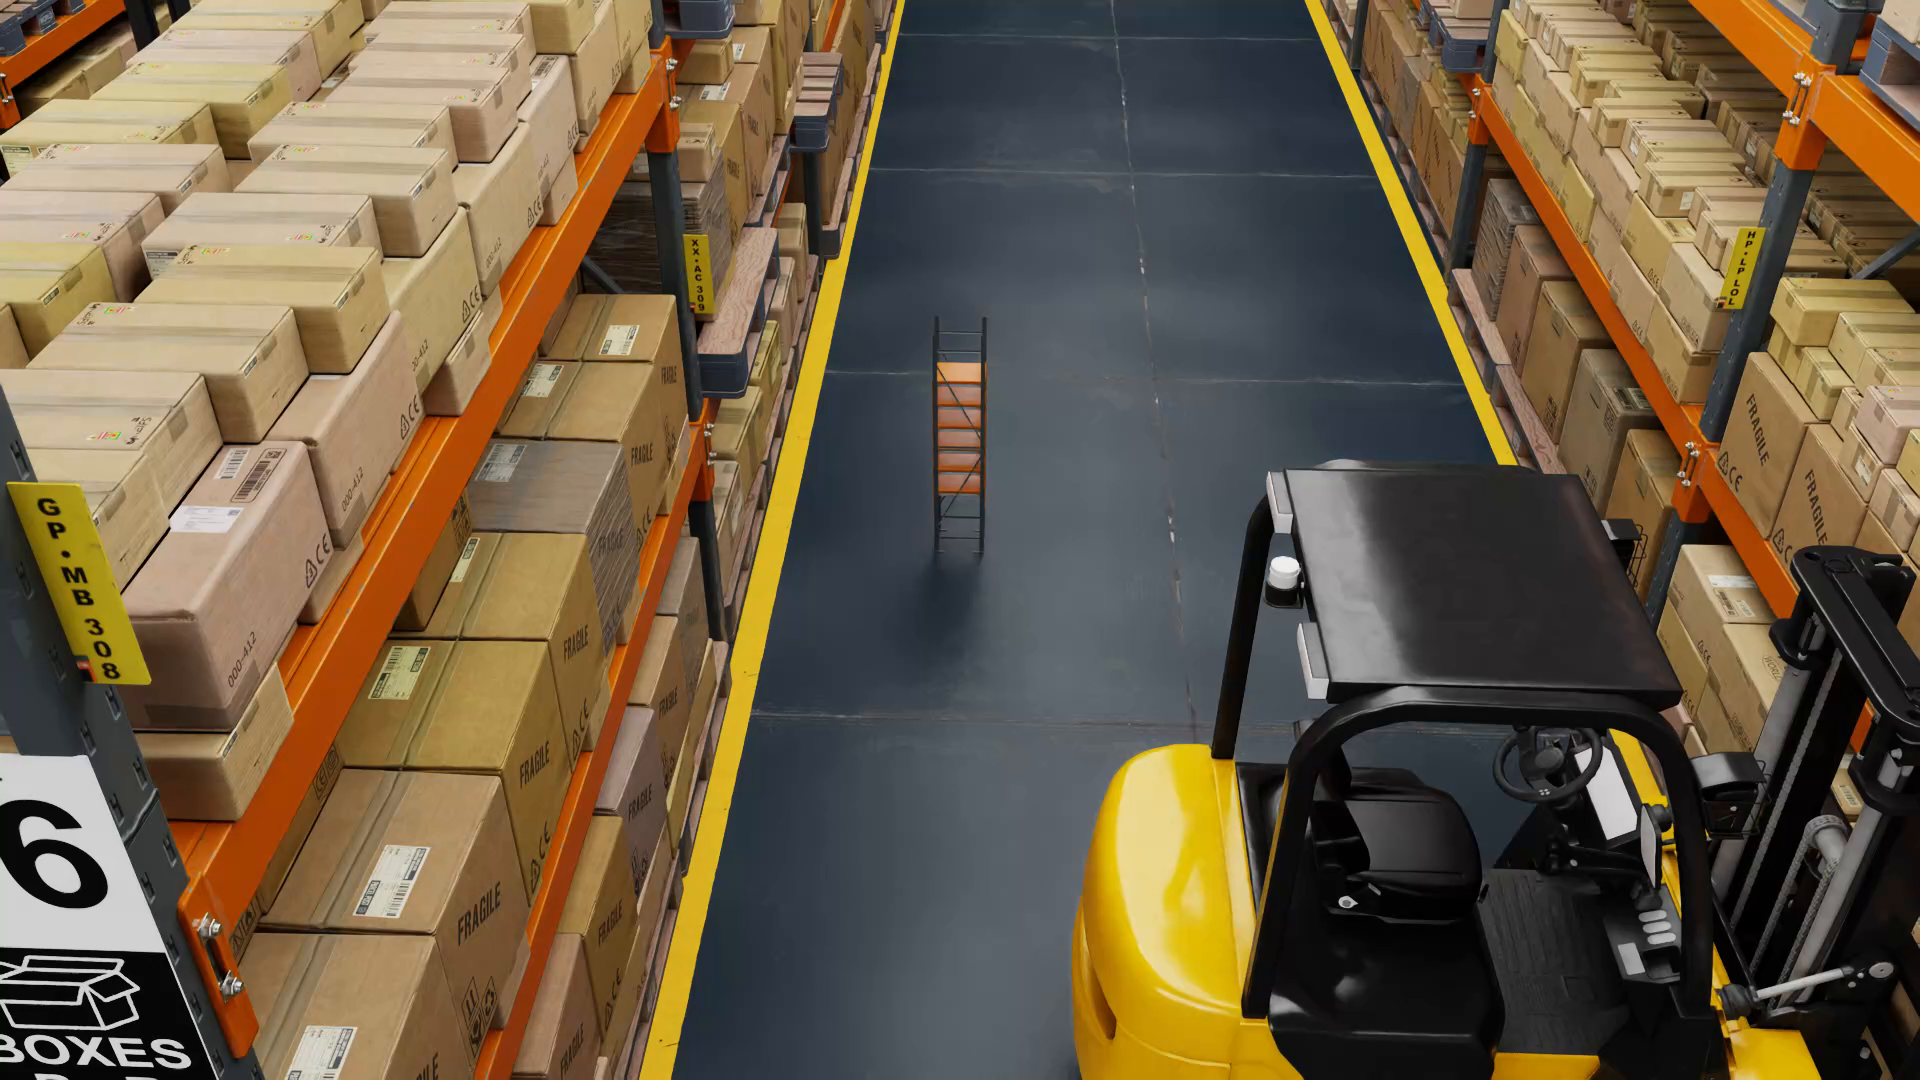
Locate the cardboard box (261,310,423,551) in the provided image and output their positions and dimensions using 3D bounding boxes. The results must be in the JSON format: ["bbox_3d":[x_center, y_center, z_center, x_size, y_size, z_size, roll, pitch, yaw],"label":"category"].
[{"bbox_3d":[-1.382,-0.225,3.224,0.500,0.250,0.500,1,35,1],"label":"cardboard box"}]

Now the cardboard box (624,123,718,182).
[{"bbox_3d":[-1.165,-1.525,6.537,0.380,0.149,0.250,1,35,2],"label":"cardboard box"}]

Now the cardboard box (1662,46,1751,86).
[{"bbox_3d":[3.773,-2.373,8.366,0.380,0.149,0.250,1,35,2],"label":"cardboard box"}]

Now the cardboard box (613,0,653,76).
[{"bbox_3d":[-1.286,-1.690,5.309,0.500,0.250,0.500,1,35,1],"label":"cardboard box"}]

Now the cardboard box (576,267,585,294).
[{"bbox_3d":[-1.748,-1.269,6.735,0.500,0.500,0.500,1,35,1],"label":"cardboard box"}]

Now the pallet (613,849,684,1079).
[{"bbox_3d":[-1.576,1.567,5.837,1.003,0.211,1.213,1,35,2],"label":"pallet"}]

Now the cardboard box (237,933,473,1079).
[{"bbox_3d":[-1.402,1.206,3.579,0.500,0.500,0.500,1,35,1],"label":"cardboard box"}]

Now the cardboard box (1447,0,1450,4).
[{"bbox_3d":[3.302,-3.573,10.491,0.500,0.250,0.500,0,35,0],"label":"cardboard box"}]

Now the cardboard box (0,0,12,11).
[{"bbox_3d":[-6.107,-3.339,10.246,0.380,0.149,0.250,1,35,1],"label":"cardboard box"}]

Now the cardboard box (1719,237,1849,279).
[{"bbox_3d":[3.214,-1.059,6.496,0.380,0.149,0.250,2,35,4],"label":"cardboard box"}]

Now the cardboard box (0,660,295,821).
[{"bbox_3d":[-1.361,0.327,2.786,0.380,0.149,0.250,1,35,2],"label":"cardboard box"}]

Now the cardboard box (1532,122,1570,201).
[{"bbox_3d":[3.282,-1.953,8.551,0.500,0.250,0.500,0,35,0],"label":"cardboard box"}]

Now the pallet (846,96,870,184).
[{"bbox_3d":[-1.218,-2.971,12.294,1.003,0.211,1.213,1,35,2],"label":"pallet"}]

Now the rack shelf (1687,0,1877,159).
[{"bbox_3d":[3.502,-2.633,7.405,1.077,0.370,4.000,1,35,2],"label":"rack shelf"}]

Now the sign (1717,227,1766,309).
[{"bbox_3d":[2.880,-0.999,6.125,0.100,0.325,0.005,1,35,2],"label":"sign"}]

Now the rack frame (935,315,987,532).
[{"bbox_3d":[0.003,-0.535,7.968,0.240,1.200,0.006,1,35,2],"label":"rack frame"}]

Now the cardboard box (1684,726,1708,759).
[{"bbox_3d":[3.067,0.965,6.295,0.500,0.250,0.500,1,35,1],"label":"cardboard box"}]

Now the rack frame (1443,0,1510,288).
[{"bbox_3d":[3.583,-2.849,9.695,1.000,3.000,0.127,1,35,2],"label":"rack frame"}]

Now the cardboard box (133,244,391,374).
[{"bbox_3d":[-1.330,-0.445,3.191,0.380,0.149,0.250,1,35,2],"label":"cardboard box"}]

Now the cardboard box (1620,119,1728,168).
[{"bbox_3d":[3.236,-1.793,7.542,0.380,0.149,0.250,2,35,2],"label":"cardboard box"}]

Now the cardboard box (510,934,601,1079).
[{"bbox_3d":[-1.373,1.510,4.867,0.500,0.500,0.500,0,35,0],"label":"cardboard box"}]

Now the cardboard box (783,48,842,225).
[{"bbox_3d":[-1.266,-2.659,10.907,0.875,0.875,0.875,1,35,1],"label":"cardboard box"}]

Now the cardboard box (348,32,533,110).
[{"bbox_3d":[-1.317,-1.180,4.237,0.380,0.149,0.250,2,35,2],"label":"cardboard box"}]

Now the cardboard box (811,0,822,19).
[{"bbox_3d":[-1.110,-3.390,10.161,0.500,0.250,0.500,1,35,2],"label":"cardboard box"}]

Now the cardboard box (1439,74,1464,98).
[{"bbox_3d":[3.440,-3.012,11.171,0.380,0.149,0.250,2,35,3],"label":"cardboard box"}]

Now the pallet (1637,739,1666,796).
[{"bbox_3d":[3.348,1.046,6.578,1.003,0.211,1.213,1,35,2],"label":"pallet"}]

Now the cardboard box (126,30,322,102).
[{"bbox_3d":[-1.874,-1.191,4.253,0.380,0.149,0.250,1,35,1],"label":"cardboard box"}]

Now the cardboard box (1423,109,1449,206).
[{"bbox_3d":[3.416,-2.533,11.055,0.500,0.500,0.500,1,35,1],"label":"cardboard box"}]

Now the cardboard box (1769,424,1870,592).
[{"bbox_3d":[3.139,-0.043,5.616,0.500,0.500,0.500,2,35,3],"label":"cardboard box"}]

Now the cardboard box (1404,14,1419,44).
[{"bbox_3d":[3.486,-3.753,12.225,0.380,0.149,0.250,1,35,2],"label":"cardboard box"}]

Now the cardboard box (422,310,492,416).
[{"bbox_3d":[-1.313,-0.415,3.842,0.380,0.149,0.250,2,35,2],"label":"cardboard box"}]

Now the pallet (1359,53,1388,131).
[{"bbox_3d":[3.749,-3.538,13.101,1.003,0.211,1.213,1,35,2],"label":"pallet"}]

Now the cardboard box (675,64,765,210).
[{"bbox_3d":[-1.179,-1.832,7.537,0.500,0.500,0.500,1,35,2],"label":"cardboard box"}]

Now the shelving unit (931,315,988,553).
[{"bbox_3d":[-0.001,-0.483,7.893,0.258,1.200,0.189,1,35,2],"label":"shelving unit"}]

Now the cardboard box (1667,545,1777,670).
[{"bbox_3d":[3.089,0.264,6.422,0.500,0.250,0.500,1,35,1],"label":"cardboard box"}]

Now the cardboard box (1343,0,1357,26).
[{"bbox_3d":[3.472,-4.480,14.129,0.380,0.149,0.250,0,35,0],"label":"cardboard box"}]

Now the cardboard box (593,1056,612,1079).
[{"bbox_3d":[-1.362,1.838,5.053,0.500,0.250,0.500,3,35,4],"label":"cardboard box"}]

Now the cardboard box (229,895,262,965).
[{"bbox_3d":[-1.896,0.764,3.338,0.700,0.500,0.500,1,35,1],"label":"cardboard box"}]

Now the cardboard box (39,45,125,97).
[{"bbox_3d":[-6.037,-3.156,11.288,0.500,0.250,0.500,1,35,1],"label":"cardboard box"}]

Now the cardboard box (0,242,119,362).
[{"bbox_3d":[-1.877,-0.456,3.206,0.380,0.149,0.250,2,35,2],"label":"cardboard box"}]

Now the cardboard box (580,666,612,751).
[{"bbox_3d":[-1.298,0.510,5.134,0.380,0.149,0.250,2,35,2],"label":"cardboard box"}]

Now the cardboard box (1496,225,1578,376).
[{"bbox_3d":[3.526,-1.316,9.213,0.875,0.625,0.625,2,35,3],"label":"cardboard box"}]

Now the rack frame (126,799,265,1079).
[{"bbox_3d":[-1.698,1.635,3.315,1.000,3.000,0.127,1,35,2],"label":"rack frame"}]

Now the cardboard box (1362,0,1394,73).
[{"bbox_3d":[3.499,-4.024,13.175,0.500,0.500,0.500,3,35,4],"label":"cardboard box"}]

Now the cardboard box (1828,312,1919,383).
[{"bbox_3d":[3.210,-0.650,5.656,0.380,0.149,0.250,2,35,3],"label":"cardboard box"}]

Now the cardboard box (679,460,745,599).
[{"bbox_3d":[-1.519,-0.062,7.649,0.950,0.372,0.625,2,35,2],"label":"cardboard box"}]

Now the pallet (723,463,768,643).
[{"bbox_3d":[-1.508,0.030,8.024,1.003,0.211,1.213,1,35,2],"label":"pallet"}]

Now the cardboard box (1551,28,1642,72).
[{"bbox_3d":[3.284,-2.527,8.586,0.380,0.149,0.250,2,35,2],"label":"cardboard box"}]

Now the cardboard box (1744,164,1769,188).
[{"bbox_3d":[3.761,-1.563,7.561,0.500,0.250,0.500,1,35,1],"label":"cardboard box"}]

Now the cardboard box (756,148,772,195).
[{"bbox_3d":[-1.120,-1.791,8.043,0.380,0.149,0.250,3,35,4],"label":"cardboard box"}]

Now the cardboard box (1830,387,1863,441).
[{"bbox_3d":[3.155,-0.381,5.532,0.380,0.149,0.250,1,35,2],"label":"cardboard box"}]

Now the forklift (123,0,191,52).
[{"bbox_3d":[-4.269,-2.487,9.239,3.031,2.935,1.130,9,36,12],"label":"forklift"}]

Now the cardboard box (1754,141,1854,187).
[{"bbox_3d":[3.750,-1.640,7.324,0.380,0.149,0.250,1,35,2],"label":"cardboard box"}]

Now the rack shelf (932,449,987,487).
[{"bbox_3d":[-0.001,-0.348,7.988,0.258,0.103,0.180,1,35,2],"label":"rack shelf"}]

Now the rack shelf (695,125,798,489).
[{"bbox_3d":[-1.457,-1.518,8.427,1.077,0.370,4.000,1,35,2],"label":"rack shelf"}]

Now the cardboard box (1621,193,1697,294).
[{"bbox_3d":[3.200,-1.278,7.155,0.500,0.250,0.500,0,35,1],"label":"cardboard box"}]

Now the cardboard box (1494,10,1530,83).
[{"bbox_3d":[3.296,-2.744,9.241,0.500,0.250,0.500,1,35,2],"label":"cardboard box"}]

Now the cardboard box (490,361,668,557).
[{"bbox_3d":[-1.321,-0.269,5.679,0.500,0.500,0.500,2,35,3],"label":"cardboard box"}]
